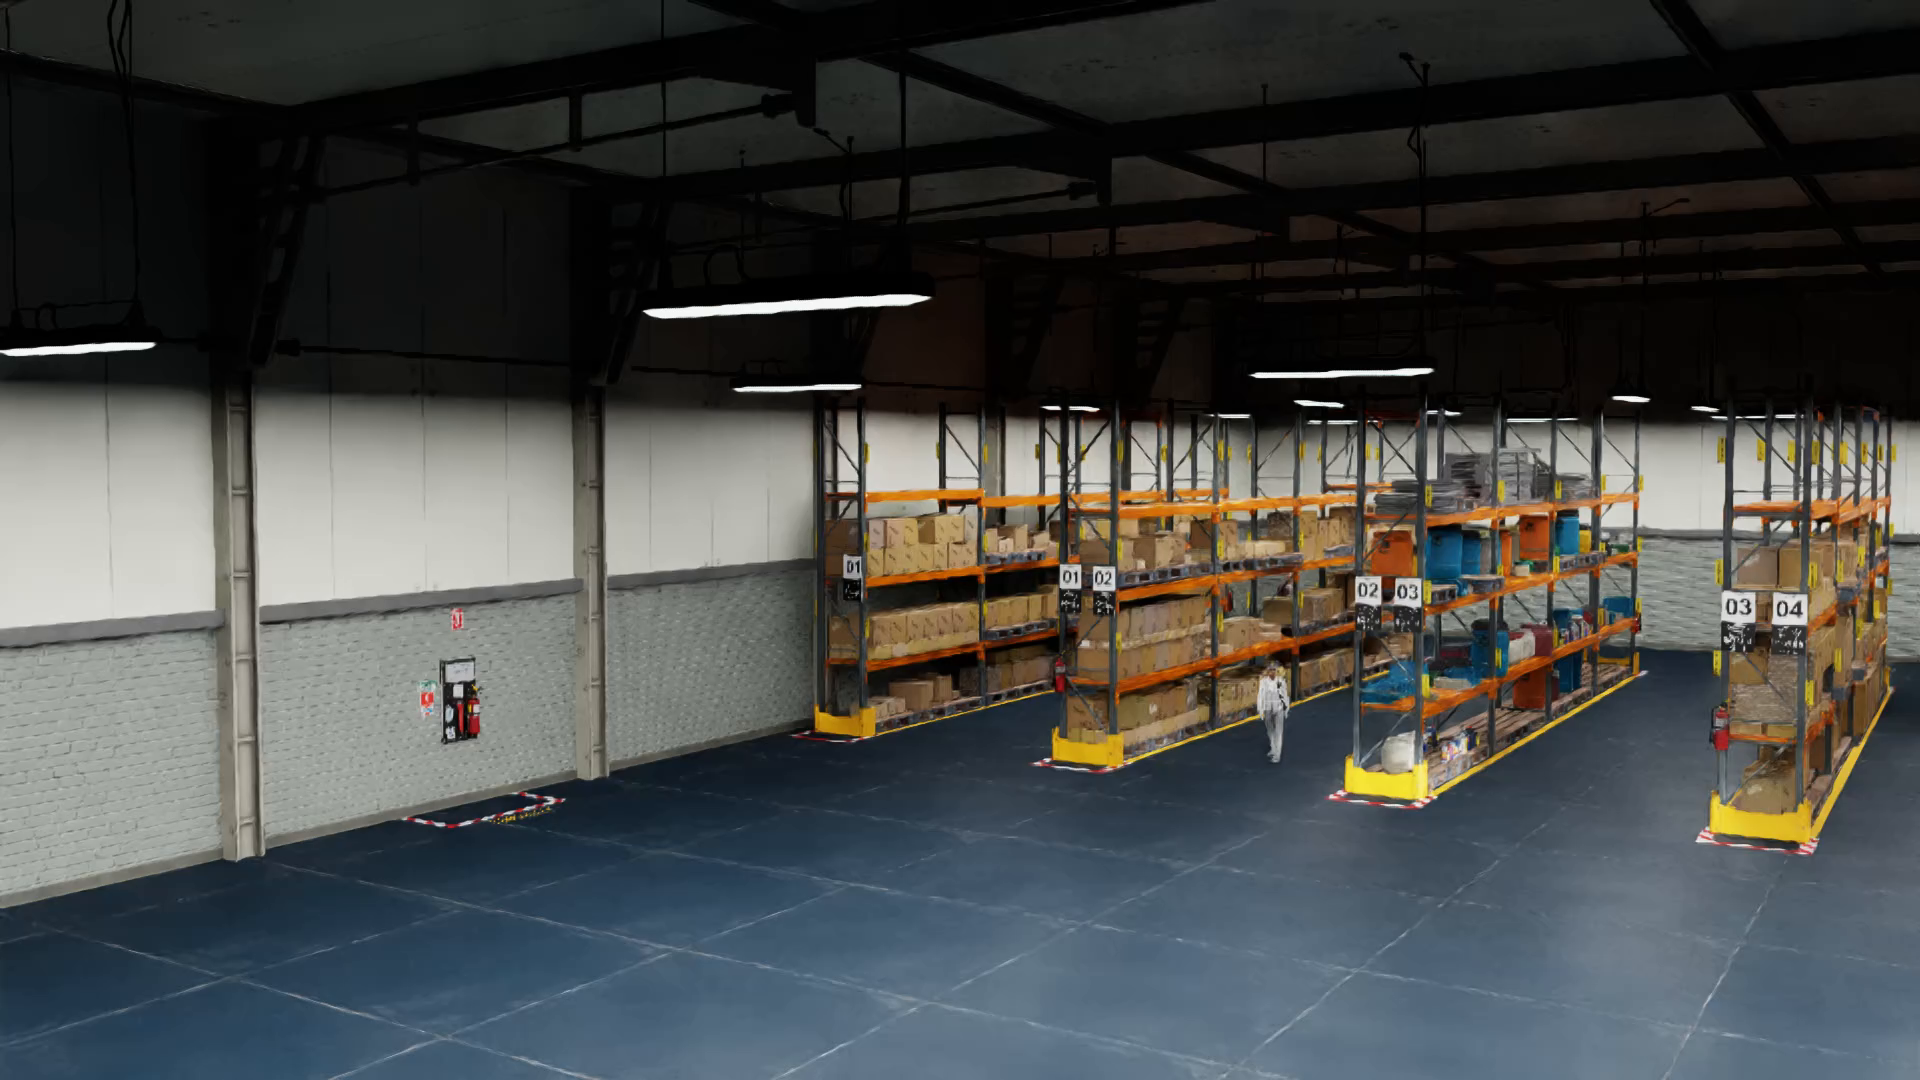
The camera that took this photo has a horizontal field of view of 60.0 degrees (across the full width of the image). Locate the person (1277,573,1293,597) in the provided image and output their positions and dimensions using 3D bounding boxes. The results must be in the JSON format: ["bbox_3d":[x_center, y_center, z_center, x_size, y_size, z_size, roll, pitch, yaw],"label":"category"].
[{"bbox_3d":[8.740,1.761,44.956,0.791,1.772,0.518,0,3,-9],"label":"person"}]

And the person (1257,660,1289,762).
[{"bbox_3d":[5.082,2.753,27.051,0.483,1.621,0.995,1,3,24],"label":"person"}]
